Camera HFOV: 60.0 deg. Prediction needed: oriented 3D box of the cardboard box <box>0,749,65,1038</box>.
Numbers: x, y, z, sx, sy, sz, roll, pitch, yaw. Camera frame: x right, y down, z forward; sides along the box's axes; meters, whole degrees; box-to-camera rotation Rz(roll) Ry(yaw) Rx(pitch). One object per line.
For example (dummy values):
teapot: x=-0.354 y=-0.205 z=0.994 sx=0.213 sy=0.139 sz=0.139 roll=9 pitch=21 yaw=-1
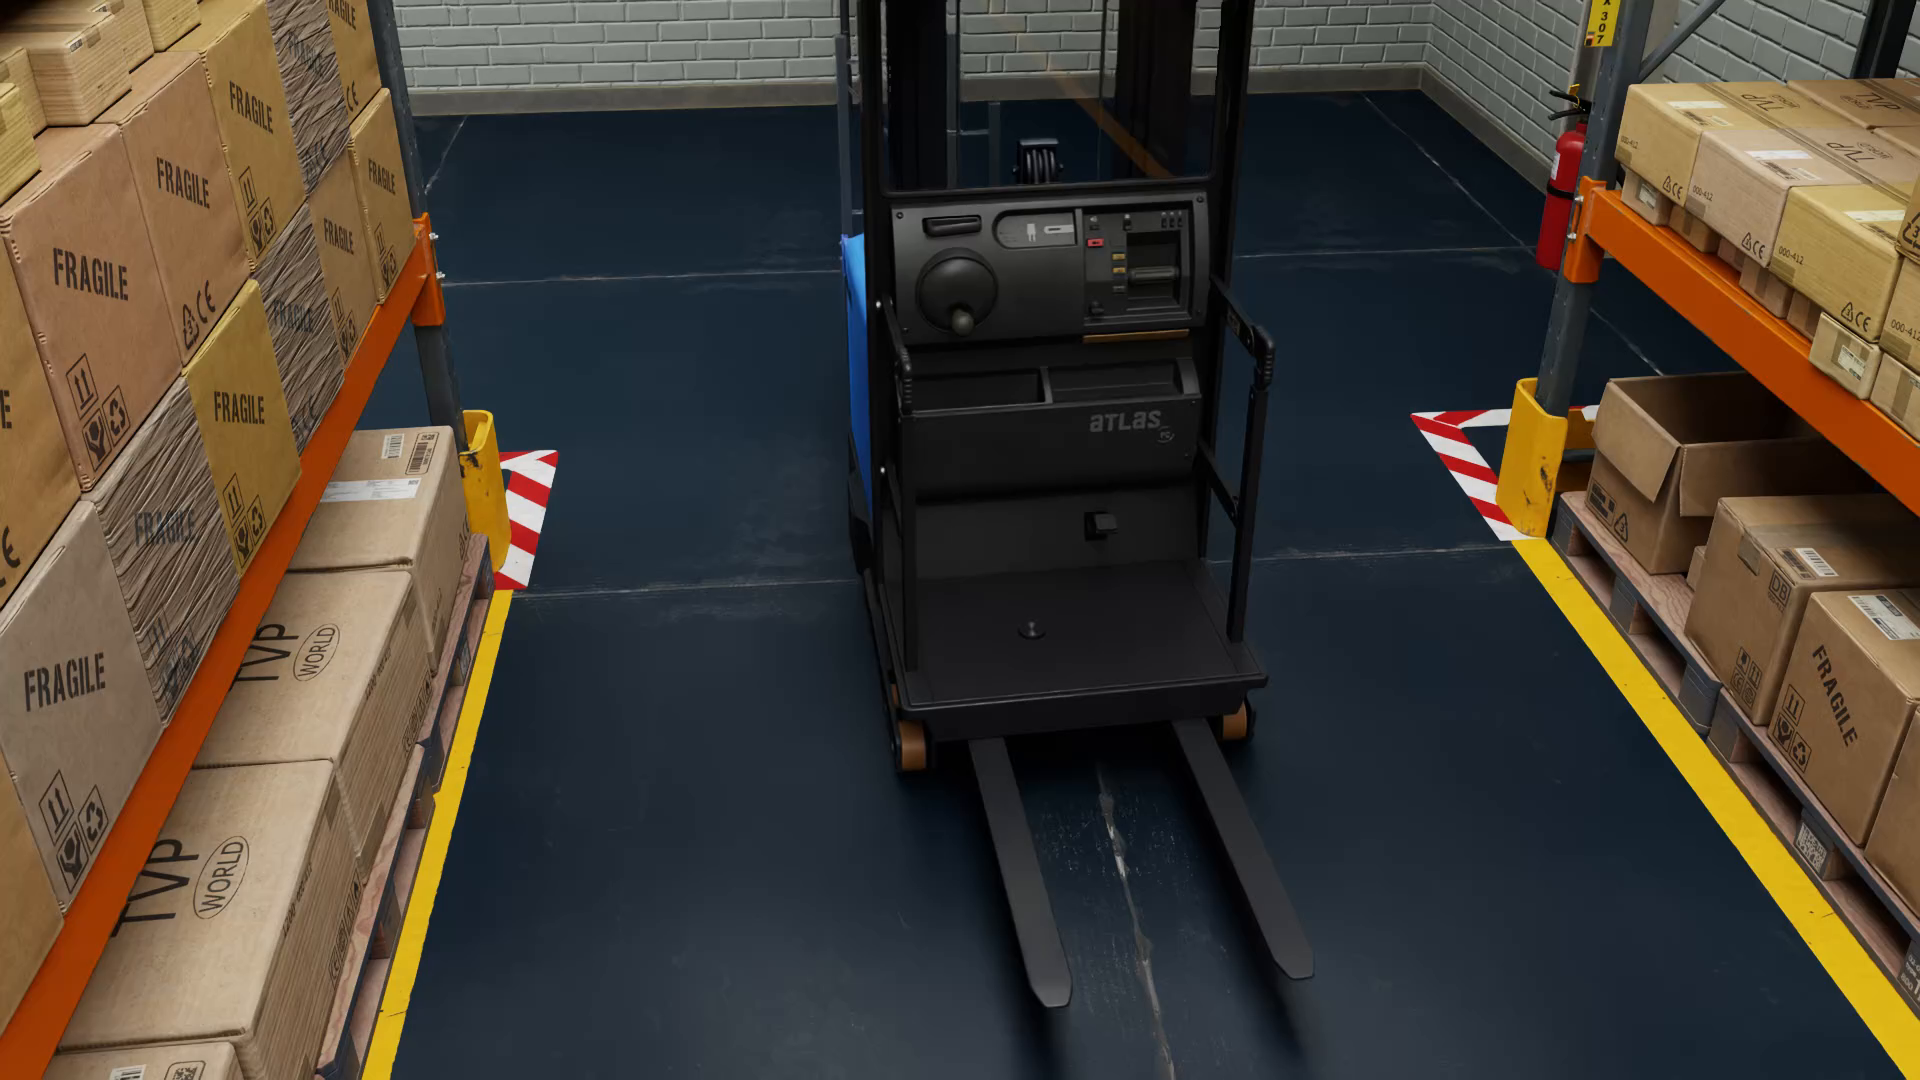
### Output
cardboard box: x=-1.672 y=0.539 z=2.325 sx=0.500 sy=0.500 sz=0.500 roll=-2 pitch=31 yaw=-3

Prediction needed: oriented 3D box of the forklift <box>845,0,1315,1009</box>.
forklift: x=0.302 y=-0.748 z=4.644 sx=1.130 sy=2.935 sz=3.031 roll=-4 pitch=31 yaw=-7

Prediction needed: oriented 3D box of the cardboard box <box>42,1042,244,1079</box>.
cardboard box: x=-1.840 y=1.428 z=3.023 sx=0.875 sy=0.438 sz=0.875 roll=-3 pitch=31 yaw=-5

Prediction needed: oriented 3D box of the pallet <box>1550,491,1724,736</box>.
pallet: x=2.762 y=0.195 z=5.718 sx=1.003 sy=0.211 sz=1.213 roll=-3 pitch=31 yaw=-5

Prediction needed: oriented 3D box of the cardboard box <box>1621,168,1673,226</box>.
cardboard box: x=2.437 y=-1.159 z=5.510 sx=0.380 sy=0.149 sz=0.250 roll=-3 pitch=31 yaw=-5

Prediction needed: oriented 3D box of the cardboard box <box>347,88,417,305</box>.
cardboard box: x=-1.954 y=-1.017 z=4.931 sx=0.500 sy=0.500 sz=0.500 roll=-3 pitch=31 yaw=-4

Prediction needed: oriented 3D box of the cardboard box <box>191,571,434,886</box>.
cardboard box: x=-2.007 y=0.511 z=4.559 sx=0.875 sy=0.438 sz=0.875 roll=-2 pitch=31 yaw=-3

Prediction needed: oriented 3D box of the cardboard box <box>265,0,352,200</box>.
cardboard box: x=-1.902 y=-1.180 z=4.228 sx=0.500 sy=0.500 sz=0.500 roll=-3 pitch=31 yaw=-4

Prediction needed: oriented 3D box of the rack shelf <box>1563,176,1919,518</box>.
rack shelf: x=2.866 y=-0.118 z=4.224 sx=1.077 sy=0.370 sz=4.000 roll=-3 pitch=31 yaw=-5

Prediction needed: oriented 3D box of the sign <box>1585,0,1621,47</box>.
sign: x=2.139 y=-1.793 z=5.483 sx=0.100 sy=0.325 sz=0.005 roll=-3 pitch=31 yaw=-5

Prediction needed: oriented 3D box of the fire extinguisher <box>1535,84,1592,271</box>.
fire extinguisher: x=2.205 y=-1.307 z=5.953 sx=0.296 sy=0.674 sz=0.183 roll=-3 pitch=31 yaw=-5

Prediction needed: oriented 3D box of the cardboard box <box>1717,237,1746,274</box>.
cardboard box: x=2.566 y=-0.899 z=5.075 sx=0.380 sy=0.149 sz=0.250 roll=-3 pitch=31 yaw=-5

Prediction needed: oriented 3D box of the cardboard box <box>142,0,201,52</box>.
cardboard box: x=-1.856 y=-1.136 z=3.522 sx=0.380 sy=0.149 sz=0.250 roll=-2 pitch=31 yaw=-3

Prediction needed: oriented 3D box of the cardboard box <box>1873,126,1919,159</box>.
cardboard box: x=3.033 y=-1.026 z=4.898 sx=0.500 sy=0.250 sz=0.500 roll=-3 pitch=31 yaw=-4

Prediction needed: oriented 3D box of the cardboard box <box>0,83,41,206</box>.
cardboard box: x=-1.724 y=-0.616 z=2.650 sx=0.380 sy=0.149 sz=0.250 roll=-4 pitch=31 yaw=-6

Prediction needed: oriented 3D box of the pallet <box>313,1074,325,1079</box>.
pallet: x=-1.882 y=1.639 z=3.300 sx=1.003 sy=0.211 sz=1.213 roll=-3 pitch=31 yaw=-5

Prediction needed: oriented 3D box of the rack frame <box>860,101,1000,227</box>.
rack frame: x=-0.106 y=-0.903 z=6.299 sx=0.500 sy=1.500 sz=0.032 roll=-4 pitch=31 yaw=-7

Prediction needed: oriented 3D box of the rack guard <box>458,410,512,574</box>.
rack guard: x=-2.265 y=-0.147 z=6.009 sx=1.175 sy=0.500 sz=0.348 roll=-3 pitch=31 yaw=-5

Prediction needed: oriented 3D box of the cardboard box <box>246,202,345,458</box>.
cardboard box: x=-1.864 y=-0.498 z=4.062 sx=0.500 sy=0.500 sz=0.500 roll=-2 pitch=31 yaw=-3

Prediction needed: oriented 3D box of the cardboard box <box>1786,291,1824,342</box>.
cardboard box: x=2.559 y=-0.631 z=4.627 sx=0.380 sy=0.149 sz=0.250 roll=-2 pitch=31 yaw=-4

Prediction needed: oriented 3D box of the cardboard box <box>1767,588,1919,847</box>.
cardboard box: x=2.633 y=0.475 z=4.558 sx=0.500 sy=0.500 sz=0.500 roll=-2 pitch=31 yaw=-4

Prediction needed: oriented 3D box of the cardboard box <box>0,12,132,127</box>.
cardboard box: x=-1.783 y=-0.869 z=3.074 sx=0.380 sy=0.149 sz=0.250 roll=-3 pitch=31 yaw=-4

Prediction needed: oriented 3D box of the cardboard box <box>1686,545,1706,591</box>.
cardboard box: x=2.643 y=0.131 z=5.475 sx=0.380 sy=0.149 sz=0.250 roll=-4 pitch=31 yaw=-7

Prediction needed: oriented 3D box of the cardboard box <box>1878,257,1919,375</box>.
cardboard box: x=2.620 y=-0.490 z=4.002 sx=0.500 sy=0.250 sz=0.500 roll=-4 pitch=31 yaw=-6

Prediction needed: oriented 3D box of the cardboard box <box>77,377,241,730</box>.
cardboard box: x=-1.755 y=0.028 z=3.181 sx=0.500 sy=0.500 sz=0.500 roll=-3 pitch=31 yaw=-4

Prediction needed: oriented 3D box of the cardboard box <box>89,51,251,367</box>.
cardboard box: x=-1.814 y=-0.671 z=3.375 sx=0.500 sy=0.500 sz=0.500 roll=-3 pitch=31 yaw=-5

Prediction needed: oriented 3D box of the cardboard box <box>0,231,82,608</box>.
cardboard box: x=-1.733 y=-0.151 z=2.505 sx=0.500 sy=0.500 sz=0.500 roll=-3 pitch=31 yaw=-5

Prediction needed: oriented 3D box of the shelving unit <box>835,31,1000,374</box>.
shelving unit: x=-0.183 y=-1.160 z=6.730 sx=0.538 sy=1.500 sz=1.048 roll=-4 pitch=31 yaw=-7

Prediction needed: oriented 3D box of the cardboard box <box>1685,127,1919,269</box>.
cardboard box: x=2.501 y=-1.009 z=4.871 sx=0.500 sy=0.250 sz=0.500 roll=-2 pitch=31 yaw=-4

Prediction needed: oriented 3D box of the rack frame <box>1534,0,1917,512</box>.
rack frame: x=2.679 y=-1.448 z=5.749 sx=1.000 sy=3.000 sz=0.127 roll=-3 pitch=31 yaw=-5

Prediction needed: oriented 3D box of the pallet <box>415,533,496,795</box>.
pallet: x=-2.110 y=0.394 z=5.385 sx=1.003 sy=0.211 sz=1.213 roll=-3 pitch=31 yaw=-5

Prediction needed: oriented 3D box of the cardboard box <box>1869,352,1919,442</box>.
cardboard box: x=2.553 y=-0.365 z=4.182 sx=0.380 sy=0.149 sz=0.250 roll=-2 pitch=31 yaw=-3
